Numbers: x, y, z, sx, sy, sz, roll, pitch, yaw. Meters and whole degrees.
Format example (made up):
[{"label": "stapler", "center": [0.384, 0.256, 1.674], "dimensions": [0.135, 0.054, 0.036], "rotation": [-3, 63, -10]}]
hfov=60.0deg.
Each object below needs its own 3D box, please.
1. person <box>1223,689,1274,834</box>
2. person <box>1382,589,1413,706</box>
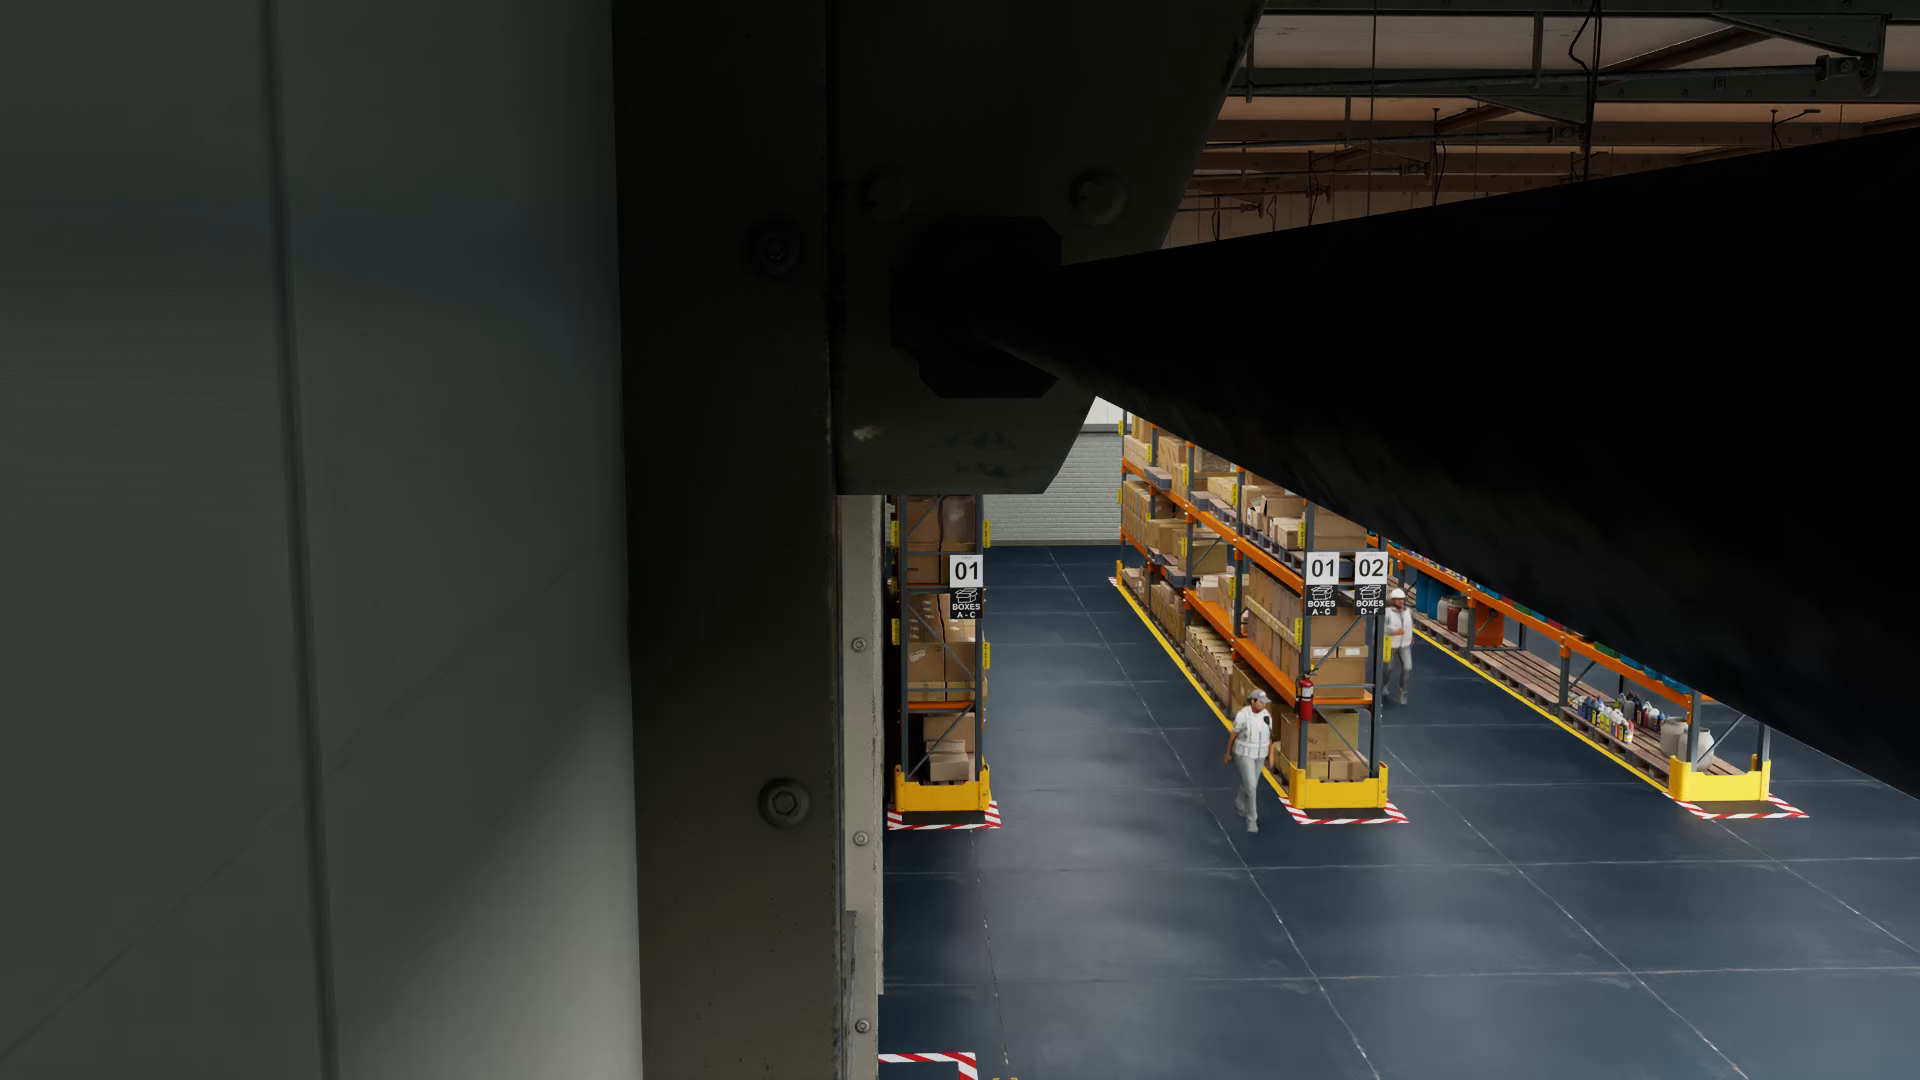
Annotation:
[{"label": "person", "center": [3.512, 2.608, 19.982], "dimensions": [0.537, 1.672, 0.790], "rotation": [-4, 9, -26]}, {"label": "person", "center": [6.799, 1.656, 25.874], "dimensions": [0.637, 1.825, 0.830], "rotation": [-1, 8, -7]}]
